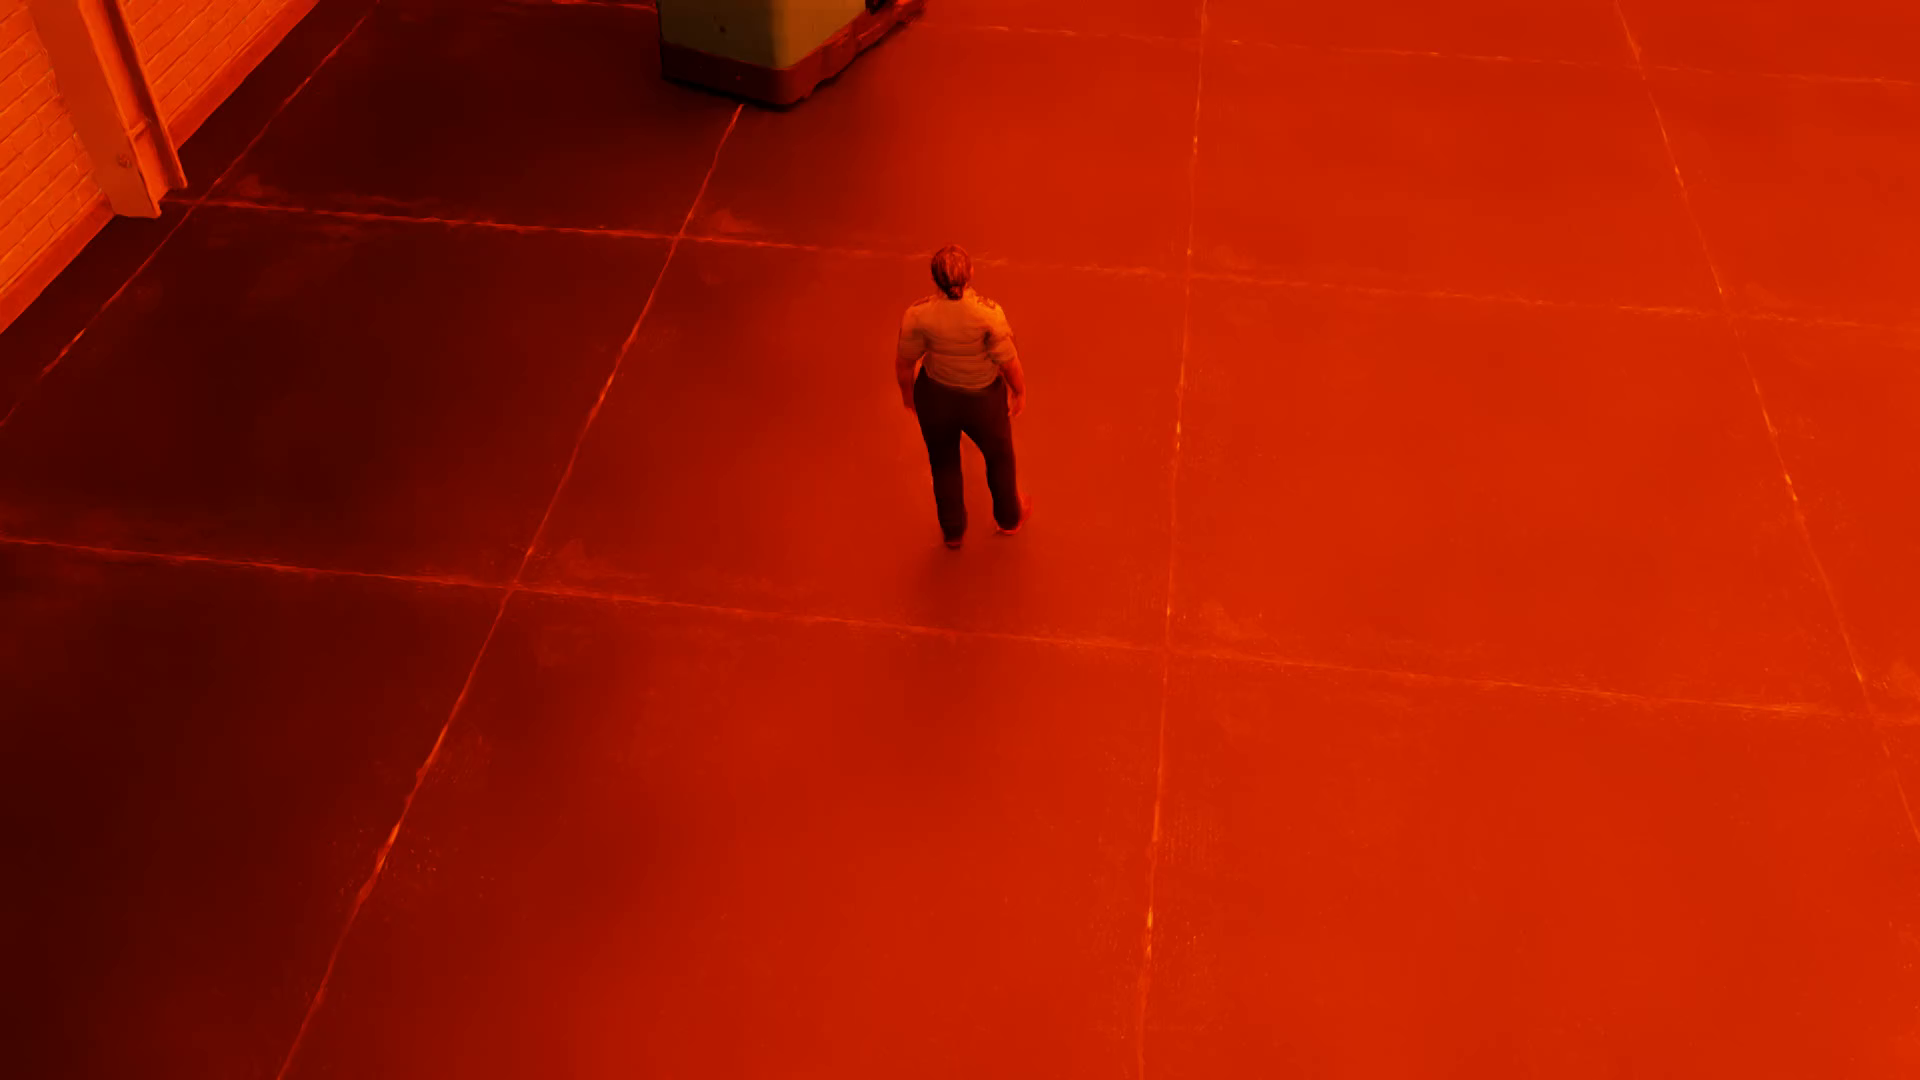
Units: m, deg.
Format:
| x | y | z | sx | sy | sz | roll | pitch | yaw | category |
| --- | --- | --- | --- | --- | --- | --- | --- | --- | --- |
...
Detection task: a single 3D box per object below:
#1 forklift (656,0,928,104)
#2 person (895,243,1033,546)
| x | y | z | sx | sy | sz | roll | pitch | yaw | category |
| --- | --- | --- | --- | --- | --- | --- | --- | --- | --- |
| -0.885 | -4.928 | 11.089 | 1.130 | 2.935 | 3.031 | 19 | 46 | 20 | forklift |
| 0.035 | -0.670 | 7.392 | 0.599 | 1.650 | 0.502 | 5 | 43 | 6 | person |
